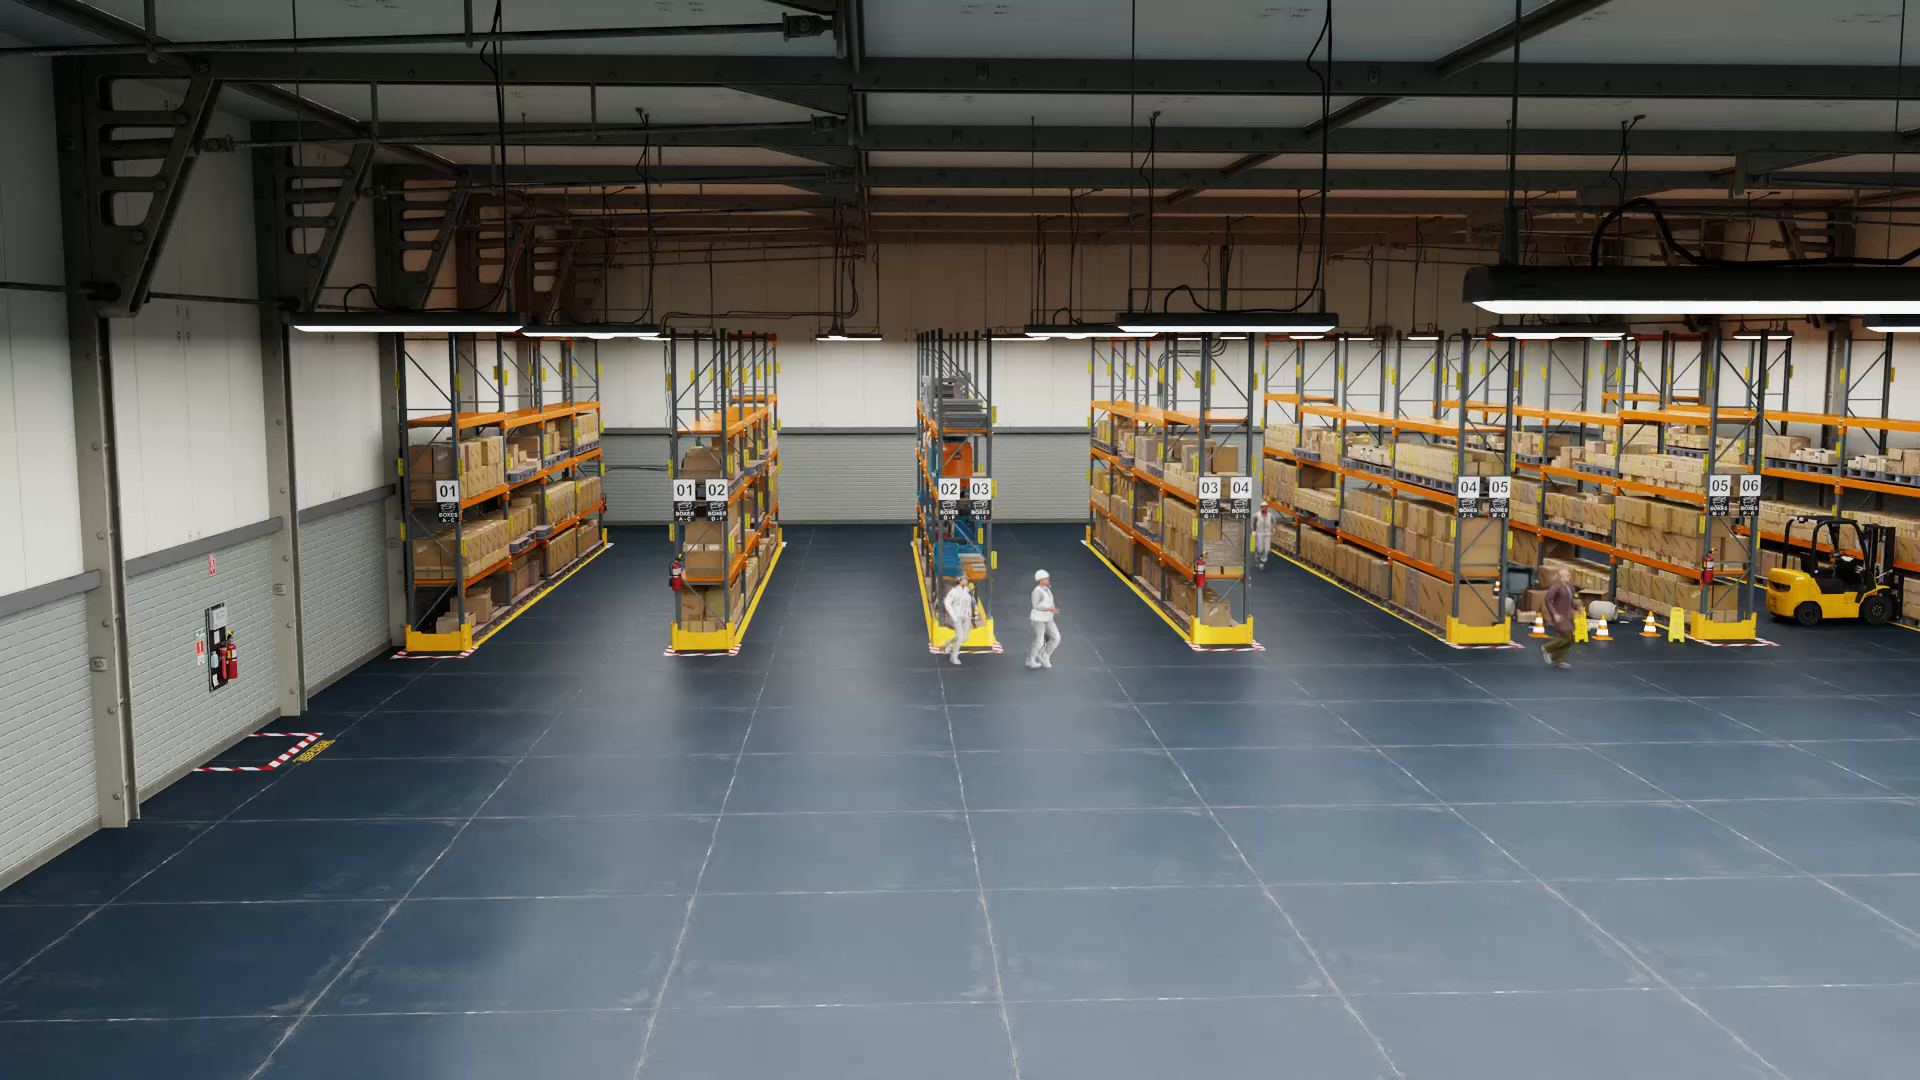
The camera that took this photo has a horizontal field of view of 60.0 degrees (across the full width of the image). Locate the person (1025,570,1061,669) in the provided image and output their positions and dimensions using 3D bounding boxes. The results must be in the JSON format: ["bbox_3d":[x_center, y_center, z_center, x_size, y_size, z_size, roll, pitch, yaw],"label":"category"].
[{"bbox_3d":[1.470,1.412,29.257,0.701,1.782,0.655,4,8,32],"label":"person"}]

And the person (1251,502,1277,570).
[{"bbox_3d":[7.682,-0.097,42.023,0.669,1.749,0.584,0,7,-2],"label":"person"}]

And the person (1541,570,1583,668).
[{"bbox_3d":[10.688,1.426,29.516,0.727,1.671,0.632,-6,9,-44],"label":"person"}]

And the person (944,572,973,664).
[{"bbox_3d":[-0.020,1.397,30.078,0.485,1.657,0.659,6,9,43],"label":"person"}]
